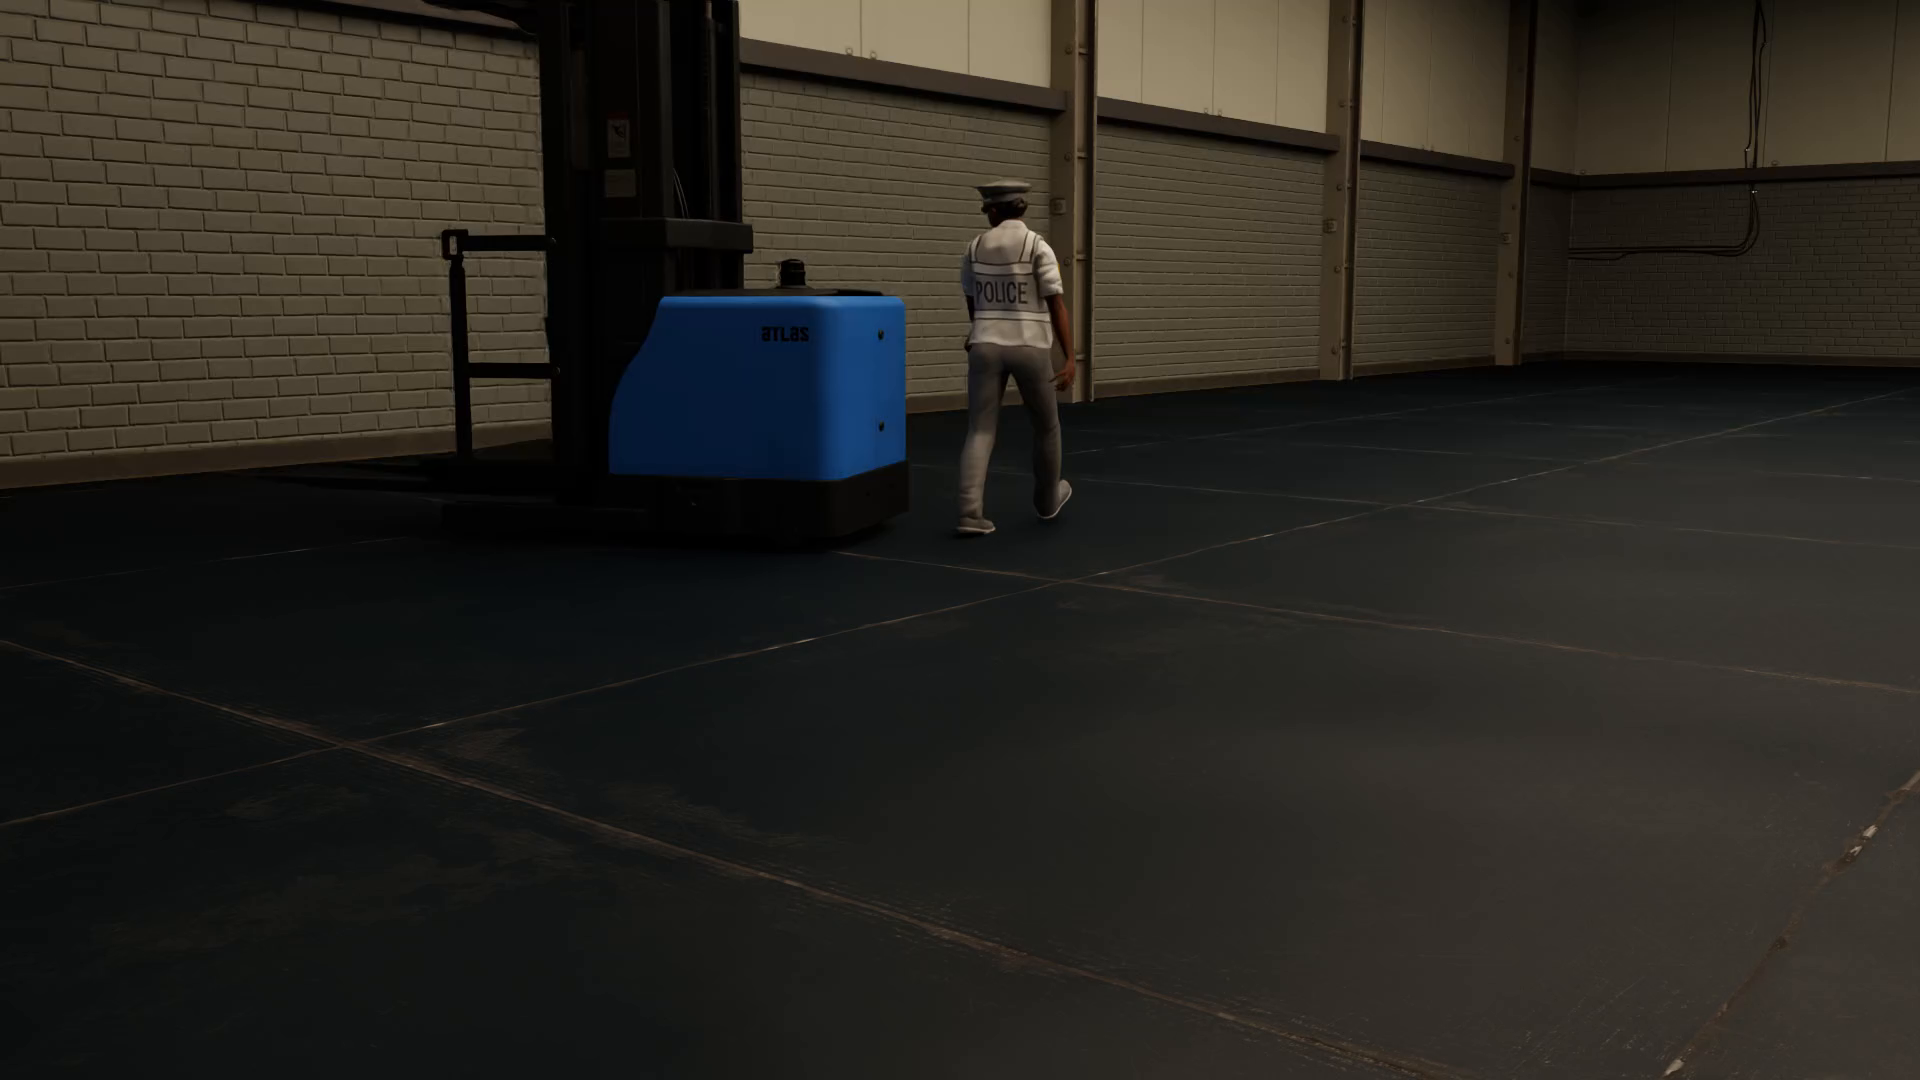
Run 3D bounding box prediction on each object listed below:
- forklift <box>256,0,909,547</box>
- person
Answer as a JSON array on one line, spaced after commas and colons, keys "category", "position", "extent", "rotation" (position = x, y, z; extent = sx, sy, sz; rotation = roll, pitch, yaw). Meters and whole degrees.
[{"category": "forklift", "position": [-1.816, -1.518, 7.655], "extent": [3.031, 2.935, 1.130], "rotation": [2, 9, 16]}, {"category": "person", "position": [0.300, -0.852, 7.715], "extent": [0.594, 1.604, 0.896], "rotation": [3, 9, 19]}]
